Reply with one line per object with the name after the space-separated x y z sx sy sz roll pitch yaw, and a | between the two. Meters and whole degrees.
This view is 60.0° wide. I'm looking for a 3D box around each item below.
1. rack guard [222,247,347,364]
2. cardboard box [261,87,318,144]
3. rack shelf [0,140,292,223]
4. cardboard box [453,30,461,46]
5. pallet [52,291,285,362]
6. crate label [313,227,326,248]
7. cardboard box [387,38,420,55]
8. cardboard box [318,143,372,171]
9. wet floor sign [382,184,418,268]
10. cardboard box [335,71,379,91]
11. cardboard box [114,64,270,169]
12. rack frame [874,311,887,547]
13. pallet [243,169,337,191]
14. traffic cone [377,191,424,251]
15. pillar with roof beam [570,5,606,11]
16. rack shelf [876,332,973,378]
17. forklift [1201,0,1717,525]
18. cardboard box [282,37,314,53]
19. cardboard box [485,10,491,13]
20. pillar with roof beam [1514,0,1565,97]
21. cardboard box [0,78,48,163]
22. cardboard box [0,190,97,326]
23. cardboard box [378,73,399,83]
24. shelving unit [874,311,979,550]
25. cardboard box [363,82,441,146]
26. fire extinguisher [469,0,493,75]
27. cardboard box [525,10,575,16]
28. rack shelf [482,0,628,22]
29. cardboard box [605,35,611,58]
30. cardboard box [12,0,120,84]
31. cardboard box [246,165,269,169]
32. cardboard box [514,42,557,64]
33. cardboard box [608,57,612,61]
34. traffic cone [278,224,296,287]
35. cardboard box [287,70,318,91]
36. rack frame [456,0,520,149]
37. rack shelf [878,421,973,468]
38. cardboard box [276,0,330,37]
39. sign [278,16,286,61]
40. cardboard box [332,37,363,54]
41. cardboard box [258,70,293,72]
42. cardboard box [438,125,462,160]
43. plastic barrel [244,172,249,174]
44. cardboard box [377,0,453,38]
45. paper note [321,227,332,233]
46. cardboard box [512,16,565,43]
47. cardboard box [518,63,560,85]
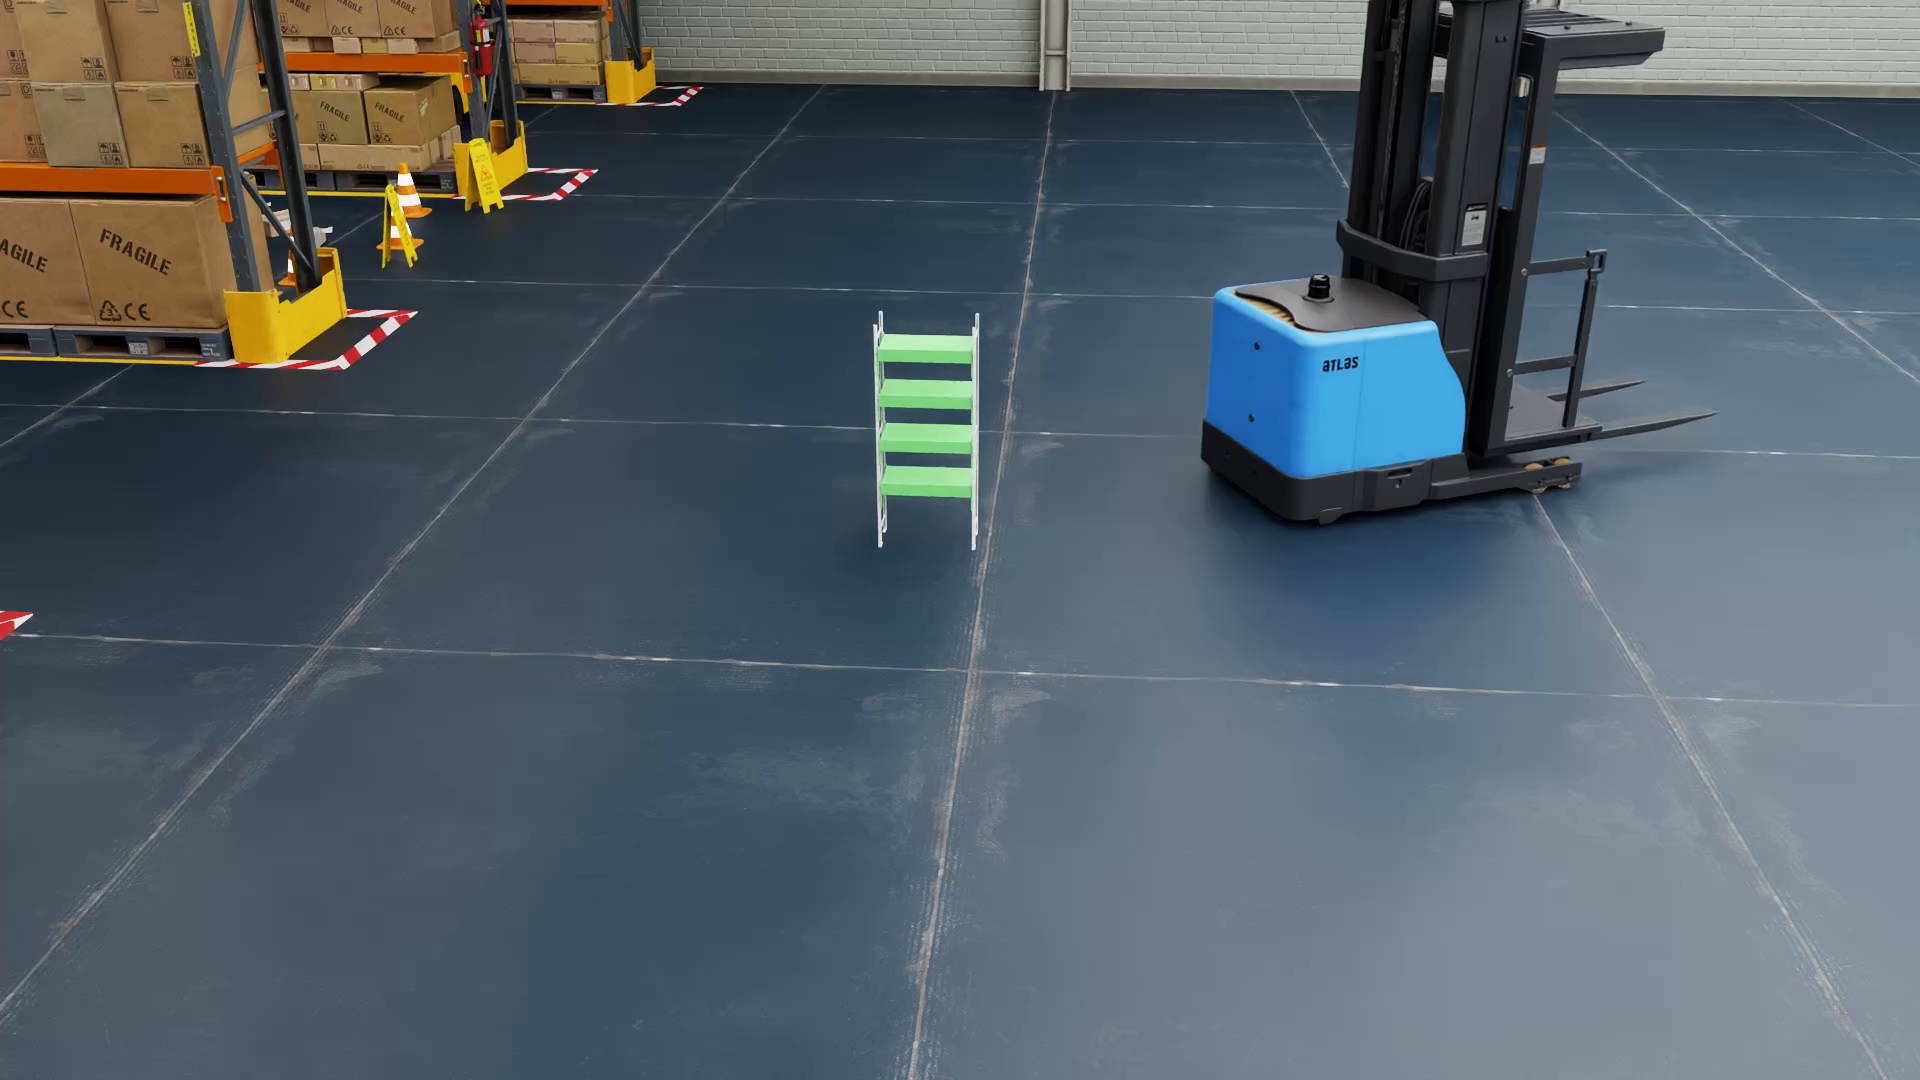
-4.770 -1.679 11.801 0.348 0.500 1.175 2 25 4 | rack guard
-6.358 -4.115 15.995 0.500 0.500 0.500 1 25 3 | cardboard box
-6.788 -2.553 11.570 4.000 0.370 1.077 2 25 4 | rack shelf
-4.839 -4.865 16.034 0.250 0.149 0.380 2 25 4 | cardboard box
-5.597 -1.542 11.848 1.213 0.211 1.003 2 25 4 | pallet
-5.578 -2.583 14.200 0.298 0.136 0.250 -11 27 -23 | crate label
-5.166 -4.652 15.573 0.250 0.149 0.380 2 25 3 | cardboard box
-5.858 -3.757 16.114 0.500 0.250 0.500 2 25 4 | cardboard box
-4.614 -2.570 13.564 0.232 0.644 0.267 -2 25 -5 | wet floor sign
-5.706 -4.359 15.750 0.250 0.149 0.380 3 25 6 | cardboard box
-5.167 -2.877 11.234 0.550 0.550 0.875 2 25 4 | cardboard box
-0.408 -0.558 8.528 0.015 1.200 0.240 2 25 4 | rack frame
-6.612 -3.698 16.535 1.213 0.211 1.003 2 25 4 | pallet
-4.789 -2.732 14.133 0.334 0.463 0.336 2 25 4 | traffic cone
-5.094 -8.280 15.978 0.400 9.000 9.100 2 25 4 | pillar with roof beam
-0.165 -0.928 8.337 0.480 0.148 0.258 2 25 4 | rack shelf
2.961 -1.788 9.129 3.031 2.935 1.130 -9 26 -19 | forklift
-6.186 -4.702 15.681 0.250 0.149 0.380 2 25 3 | cardboard box
-6.111 -6.495 20.868 0.500 0.250 0.500 1 25 3 | cardboard box
6.870 -7.896 15.144 0.400 9.000 9.100 2 25 4 | pillar with roof beam
-6.266 -2.955 11.405 0.550 0.550 0.875 2 25 4 | cardboard box
-6.353 -2.062 11.683 0.875 0.875 0.875 1 25 3 | cardboard box
-5.844 -4.321 16.441 0.500 0.500 0.500 1 25 2 | cardboard box
-0.165 -0.550 8.511 0.503 1.200 0.258 2 25 4 | shelving unit
-5.335 -4.081 15.921 0.500 0.500 0.500 2 25 4 | cardboard box
-4.437 -4.651 15.362 0.183 0.674 0.296 2 25 4 | fire extinguisher
-5.103 -6.455 20.781 0.500 0.250 0.500 2 25 4 | cardboard box
-6.134 -6.688 20.557 4.000 0.370 1.077 2 25 4 | rack shelf
-4.592 -6.221 20.870 0.500 0.250 0.500 2 25 5 | cardboard box
-5.716 -3.381 11.039 0.550 0.550 0.875 2 25 4 | cardboard box
-6.874 -3.792 16.189 0.500 0.250 0.500 2 25 3 | cardboard box
-5.148 -6.025 20.445 0.500 0.250 0.500 2 25 3 | cardboard box
-4.614 -5.990 20.965 0.500 0.250 0.500 2 25 4 | cardboard box
-5.215 -2.272 13.134 0.334 0.463 0.336 2 25 4 | traffic cone
-6.219 -4.378 15.790 0.250 0.149 0.380 3 25 6 | cardboard box
-4.516 -4.882 15.771 0.127 3.000 1.000 2 25 4 | rack frame
-0.165 -0.492 8.537 0.480 0.148 0.258 2 25 4 | rack shelf
-6.076 -5.000 15.553 0.500 0.500 0.500 2 25 4 | cardboard box
-4.746 -3.476 11.585 0.005 0.325 0.100 2 25 4 | sign
-5.679 -4.665 15.600 0.250 0.149 0.380 2 25 5 | cardboard box
-8.649 -6.203 20.980 0.625 0.625 0.875 3 25 6 | cardboard box
-5.299 -3.964 16.564 0.500 0.250 0.500 2 25 4 | cardboard box
-6.691 -3.146 15.082 0.421 0.421 0.512 22 33 39 | plastic barrel
-5.078 -4.965 15.476 0.500 0.500 0.500 1 25 3 | cardboard box
-5.611 -2.734 14.654 0.142 0.019 0.148 -7 26 -14 | paper note
-5.132 -6.245 20.325 0.500 0.250 0.500 2 25 5 | cardboard box
-5.127 -5.796 20.544 0.500 0.250 0.500 2 25 4 | cardboard box
